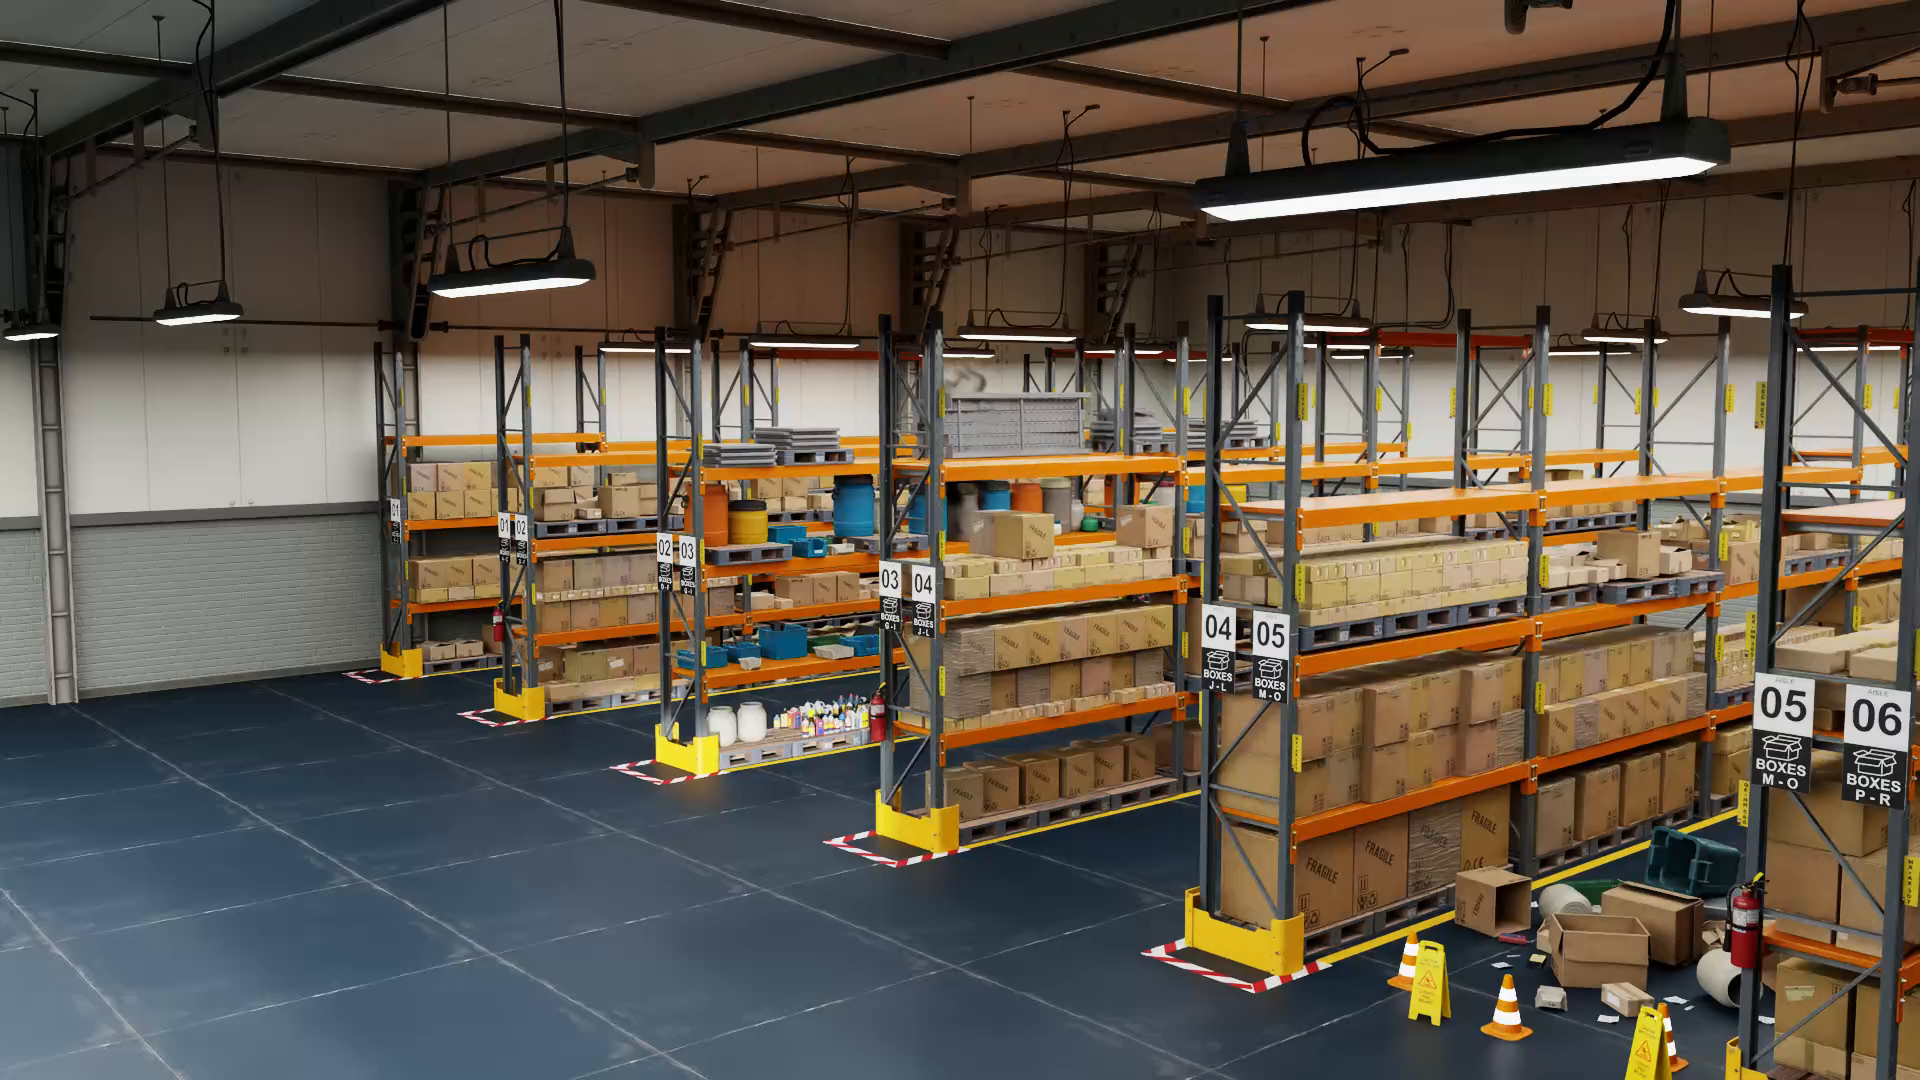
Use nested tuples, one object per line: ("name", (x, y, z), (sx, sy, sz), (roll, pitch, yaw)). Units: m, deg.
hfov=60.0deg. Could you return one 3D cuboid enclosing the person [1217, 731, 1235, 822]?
("person", (3.051, 2.673, 18.512), (0.624, 1.624, 0.528), (4, 7, 40))
